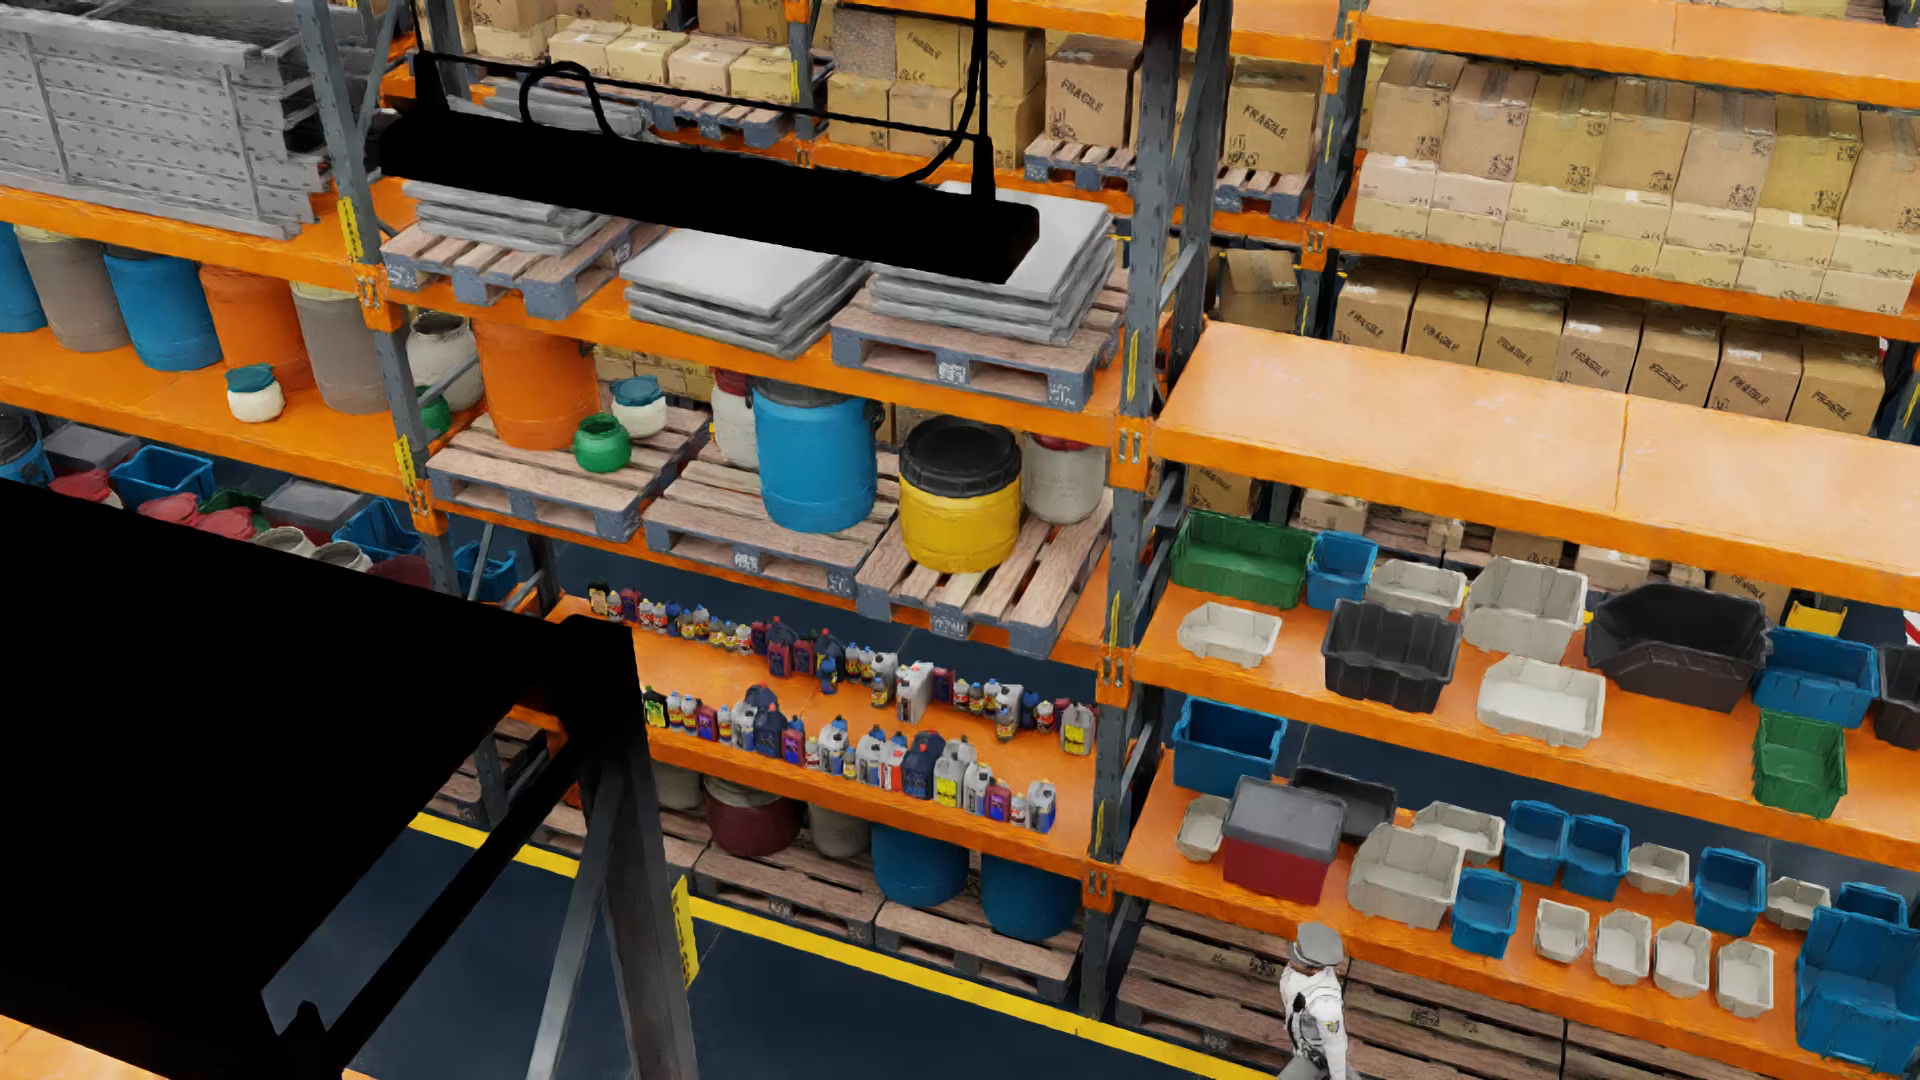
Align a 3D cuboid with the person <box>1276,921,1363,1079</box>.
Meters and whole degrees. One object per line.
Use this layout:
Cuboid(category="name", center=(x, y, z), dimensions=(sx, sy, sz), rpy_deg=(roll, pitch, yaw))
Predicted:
Cuboid(category="person", center=(1.799, 2.567, 8.560), dimensions=(0.936, 1.627, 0.530), rpy_deg=(-1, 37, -1))
